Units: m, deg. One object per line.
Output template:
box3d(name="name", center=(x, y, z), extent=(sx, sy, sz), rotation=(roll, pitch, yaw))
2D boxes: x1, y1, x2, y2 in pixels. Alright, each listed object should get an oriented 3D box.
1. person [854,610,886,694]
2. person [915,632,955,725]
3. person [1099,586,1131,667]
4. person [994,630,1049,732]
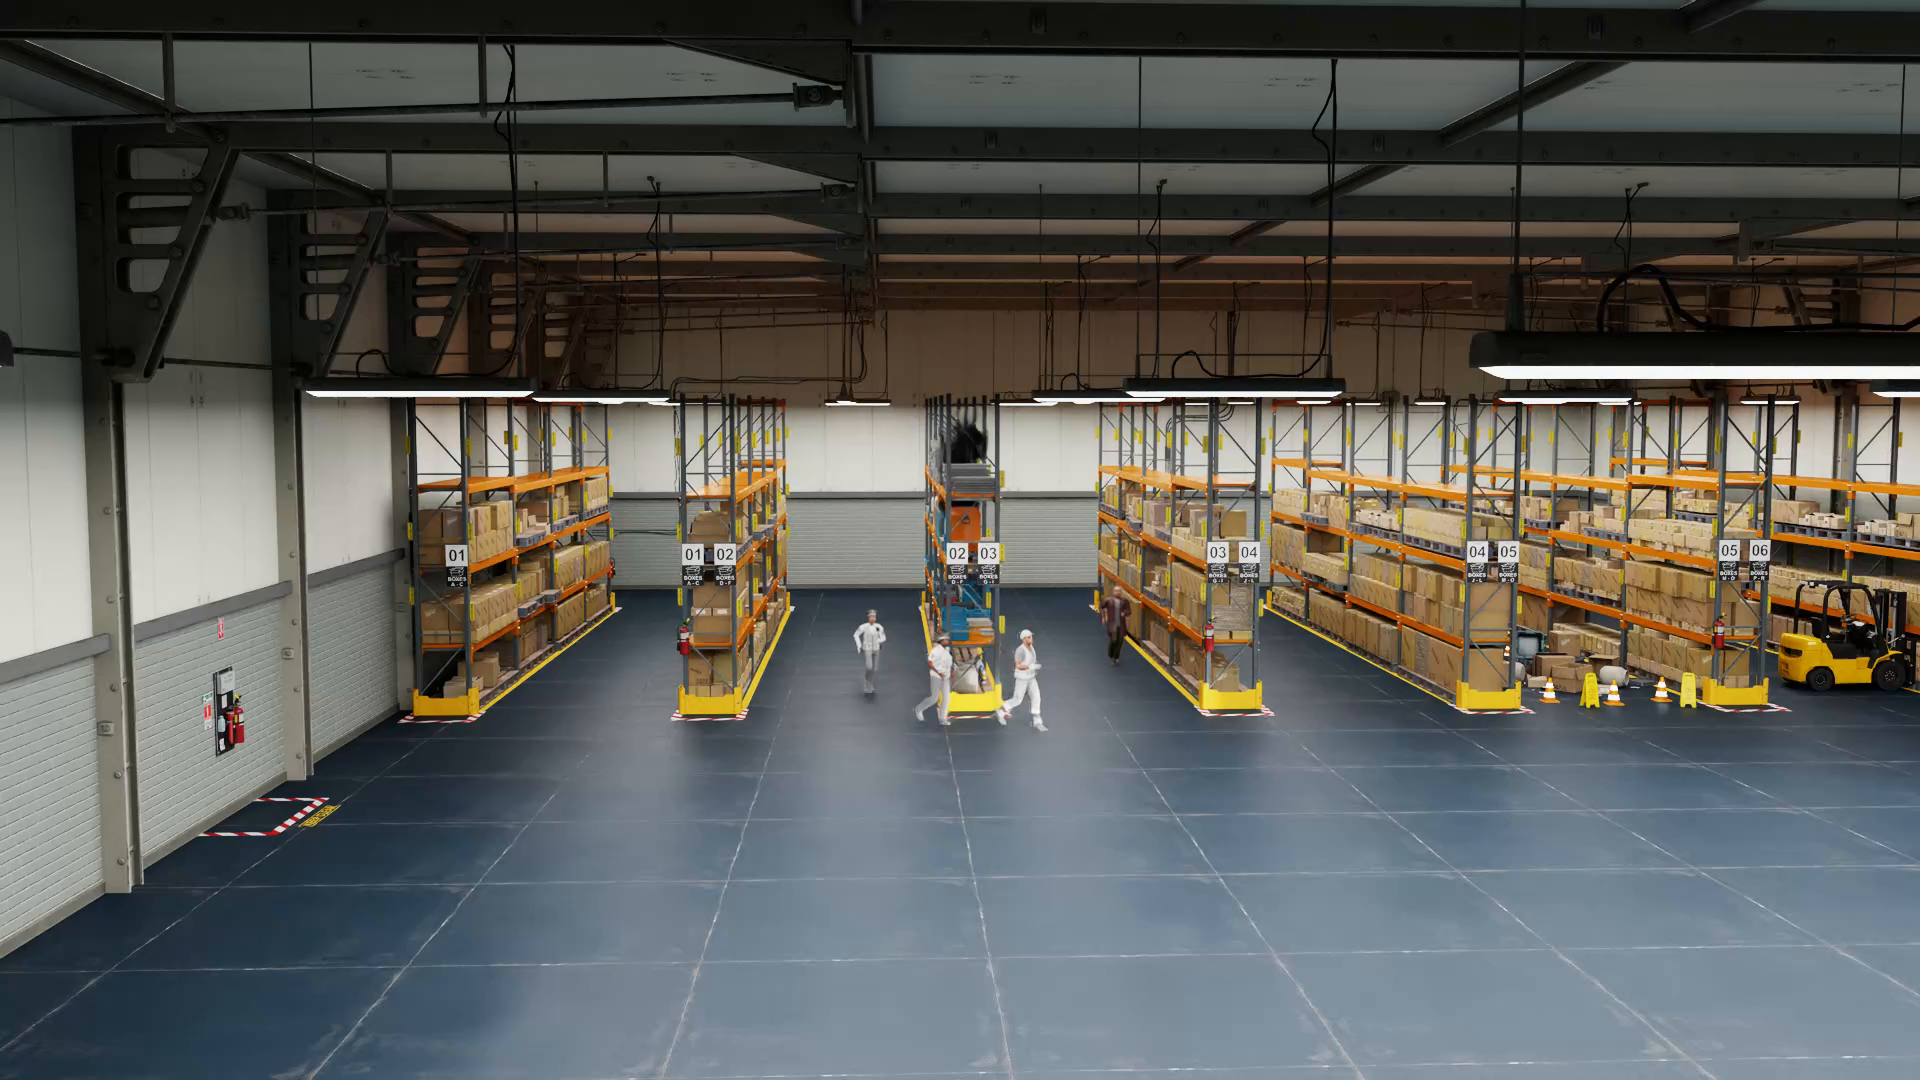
box3d(name="person", center=(-1.778, 2.240, 33.393), extent=(0.582, 1.690, 0.666), rotation=(-1, 5, -18))
box3d(name="person", center=(-0.350, 2.498, 30.282), extent=(0.800, 1.648, 0.656), rotation=(4, 6, 42))
box3d(name="person", center=(3.468, 1.964, 36.987), extent=(0.665, 1.703, 0.762), rotation=(-1, 5, -9))
box3d(name="person", center=(1.119, 2.487, 29.601), extent=(1.002, 1.803, 0.672), rotation=(3, 5, 33))
